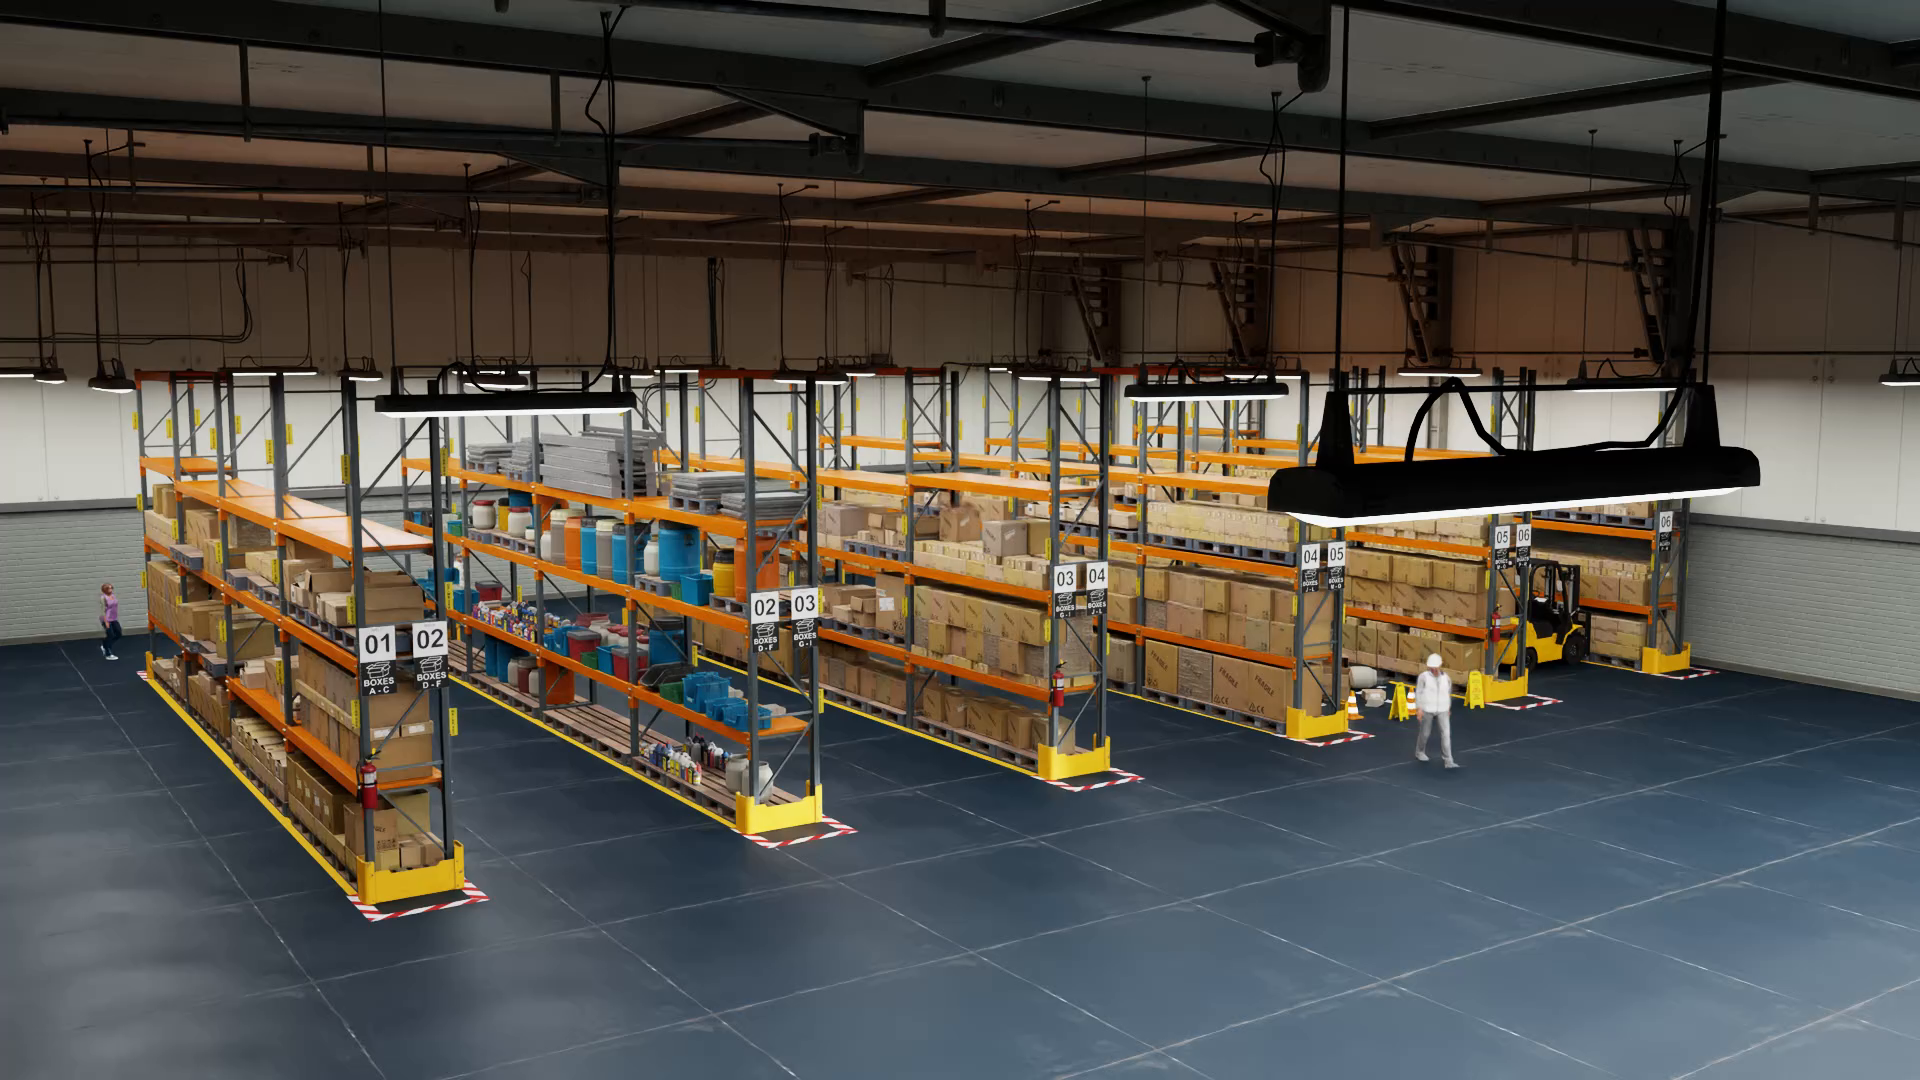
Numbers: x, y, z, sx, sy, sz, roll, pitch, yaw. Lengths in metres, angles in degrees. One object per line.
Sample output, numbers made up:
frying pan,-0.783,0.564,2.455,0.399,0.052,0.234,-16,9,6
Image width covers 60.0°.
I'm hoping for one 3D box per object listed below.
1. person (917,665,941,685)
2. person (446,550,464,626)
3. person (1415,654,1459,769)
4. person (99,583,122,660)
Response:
person,-0.644,1.974,31.292,0.539,1.679,0.537,-3,7,-26
person,-11.621,1.105,38.441,0.660,1.754,0.511,-4,8,-31
person,7.271,2.606,25.452,0.586,1.743,0.902,0,6,-1
person,-17.540,1.665,34.211,0.453,1.589,0.427,1,6,7
